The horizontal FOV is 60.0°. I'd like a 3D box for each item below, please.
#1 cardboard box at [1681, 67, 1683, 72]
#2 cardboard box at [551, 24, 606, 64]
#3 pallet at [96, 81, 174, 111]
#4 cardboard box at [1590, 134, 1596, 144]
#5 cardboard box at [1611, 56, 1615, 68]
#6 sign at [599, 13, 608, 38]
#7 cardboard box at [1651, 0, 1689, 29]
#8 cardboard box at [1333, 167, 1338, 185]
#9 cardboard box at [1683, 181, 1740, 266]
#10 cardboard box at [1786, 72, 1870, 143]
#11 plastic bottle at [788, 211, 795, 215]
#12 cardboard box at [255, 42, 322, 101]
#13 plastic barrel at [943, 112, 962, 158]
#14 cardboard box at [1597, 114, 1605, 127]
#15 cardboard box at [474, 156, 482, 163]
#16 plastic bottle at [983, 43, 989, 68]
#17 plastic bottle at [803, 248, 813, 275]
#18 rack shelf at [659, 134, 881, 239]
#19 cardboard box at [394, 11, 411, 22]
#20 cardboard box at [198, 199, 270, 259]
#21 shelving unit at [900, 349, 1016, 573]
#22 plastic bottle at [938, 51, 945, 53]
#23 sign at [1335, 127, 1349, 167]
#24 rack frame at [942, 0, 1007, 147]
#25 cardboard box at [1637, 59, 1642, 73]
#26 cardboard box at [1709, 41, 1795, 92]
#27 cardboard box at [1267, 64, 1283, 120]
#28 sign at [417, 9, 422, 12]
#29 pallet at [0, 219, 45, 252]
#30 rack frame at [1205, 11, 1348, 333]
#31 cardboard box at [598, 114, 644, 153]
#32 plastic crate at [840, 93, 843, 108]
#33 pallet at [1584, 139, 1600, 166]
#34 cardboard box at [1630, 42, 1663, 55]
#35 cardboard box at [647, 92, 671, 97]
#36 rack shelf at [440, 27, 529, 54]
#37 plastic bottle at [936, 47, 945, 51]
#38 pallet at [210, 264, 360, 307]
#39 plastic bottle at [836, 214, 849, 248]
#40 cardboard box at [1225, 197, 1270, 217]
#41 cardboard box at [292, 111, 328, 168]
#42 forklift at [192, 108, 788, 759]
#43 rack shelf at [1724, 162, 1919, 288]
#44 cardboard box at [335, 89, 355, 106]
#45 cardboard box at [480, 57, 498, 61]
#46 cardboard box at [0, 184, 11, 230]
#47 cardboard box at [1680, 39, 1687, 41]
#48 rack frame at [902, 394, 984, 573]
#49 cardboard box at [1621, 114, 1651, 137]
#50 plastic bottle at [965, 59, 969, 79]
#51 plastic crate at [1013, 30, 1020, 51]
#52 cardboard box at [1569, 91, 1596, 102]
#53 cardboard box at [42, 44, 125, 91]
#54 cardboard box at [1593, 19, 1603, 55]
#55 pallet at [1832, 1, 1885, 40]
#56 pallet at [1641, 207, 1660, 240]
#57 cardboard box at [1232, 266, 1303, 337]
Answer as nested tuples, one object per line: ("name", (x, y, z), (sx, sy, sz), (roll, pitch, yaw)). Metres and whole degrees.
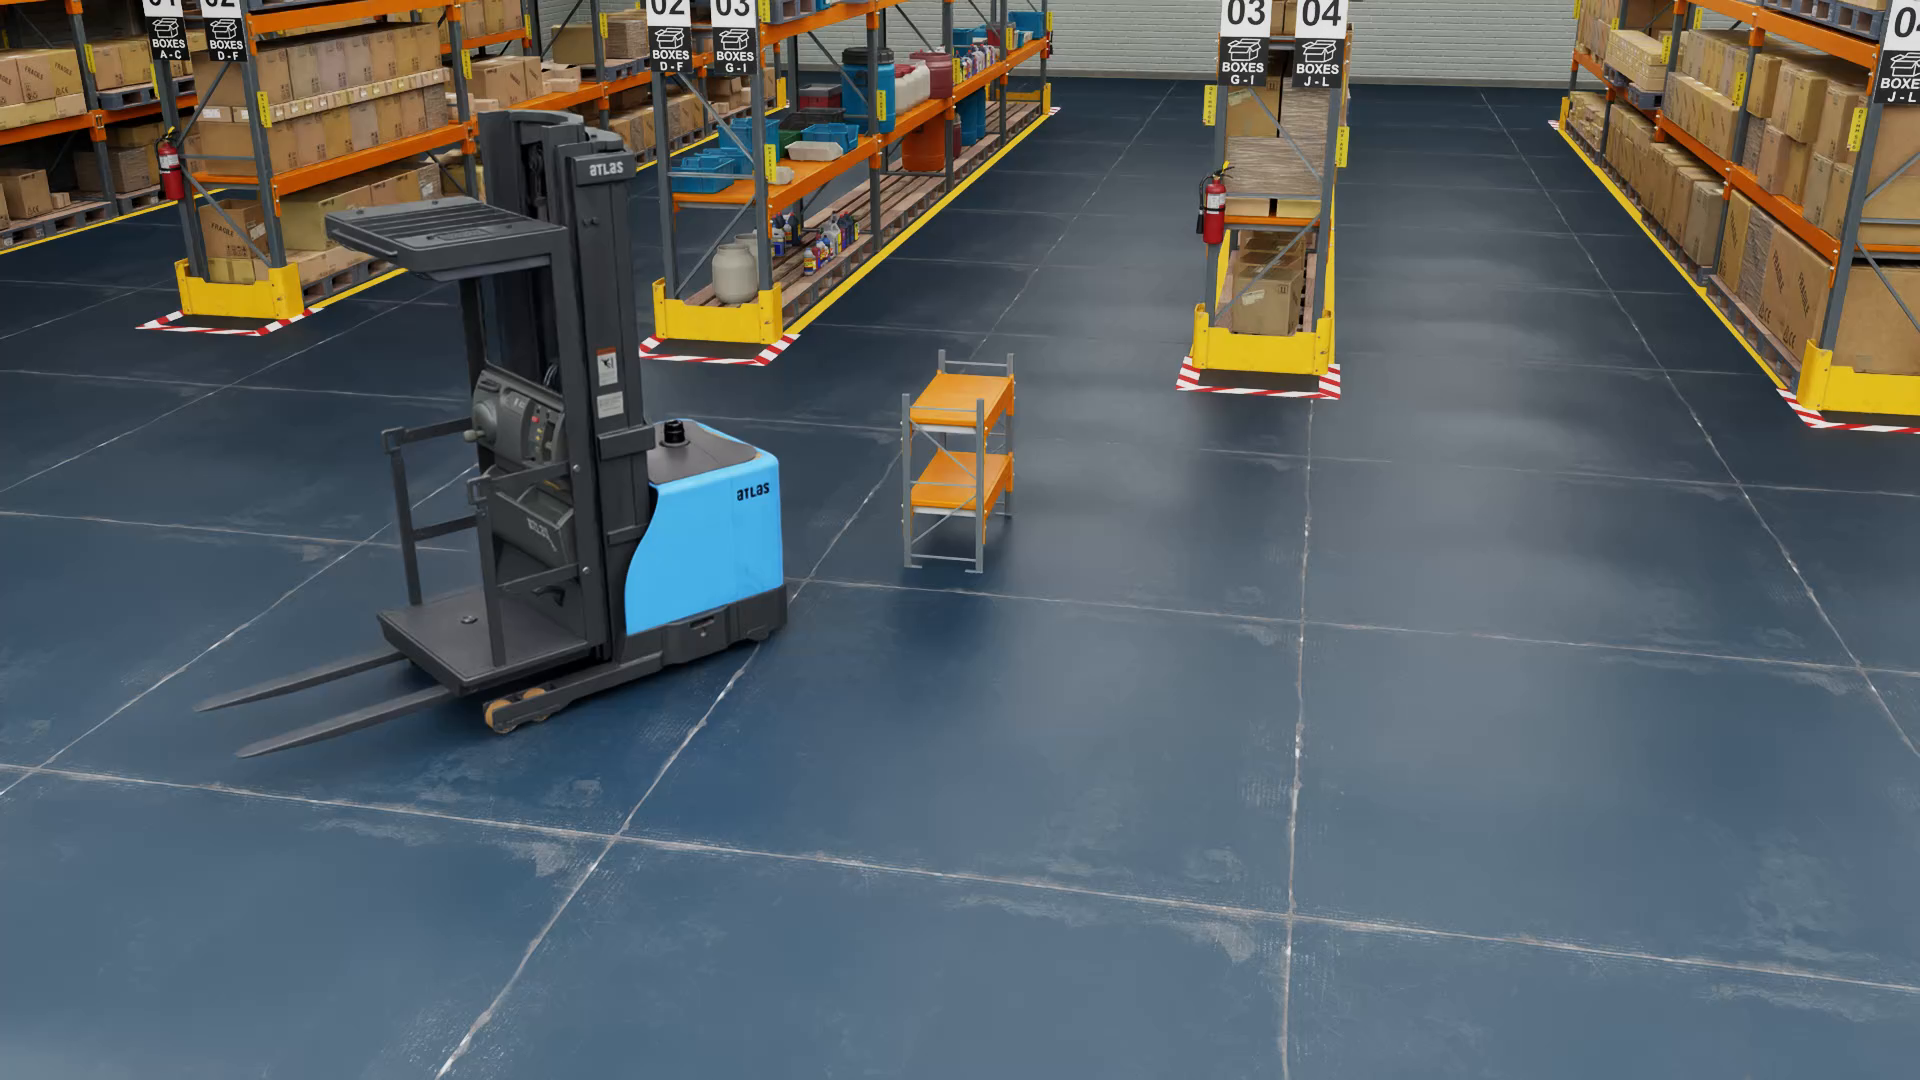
("cardboard box", (9.650, -6.114, 21.793), (0.380, 0.149, 0.250), (5, 22, 12))
("cardboard box", (-5.422, -7.054, 23.657), (0.700, 0.500, 0.500), (-3, 22, -7))
("pallet", (-10.808, -5.667, 21.166), (1.003, 0.211, 1.213), (4, 22, 11))
("cardboard box", (9.780, -6.097, 25.232), (0.380, 0.149, 0.250), (4, 22, 9))
("cardboard box", (9.272, -6.642, 23.103), (0.380, 0.149, 0.250), (5, 22, 11))
("sign", (-4.896, -7.070, 22.843), (0.100, 0.325, 0.005), (4, 22, 11))
("cardboard box", (10.239, -7.660, 23.987), (0.500, 0.500, 0.500), (5, 22, 12))
("cardboard box", (4.418, -5.277, 22.224), (1.225, 0.875, 0.875), (3, 22, 8))
("cardboard box", (8.315, -3.325, 17.543), (1.050, 0.750, 0.750), (4, 22, 11))
("cardboard box", (7.823, -3.786, 14.593), (0.875, 0.550, 0.500), (4, 22, 11))
("plastic bottle", (-1.902, -3.587, 18.809), (0.097, 0.271, 0.097), (0, 22, 0))
("cardboard box", (-6.852, -4.678, 16.584), (0.700, 0.500, 0.500), (4, 22, 10))
("plastic barrel", (-0.278, -5.864, 24.065), (0.600, 0.588, 0.708), (4, 22, 11))
("cardboard box", (9.739, -6.260, 24.839), (0.380, 0.149, 0.250), (5, 22, 12))
("cardboard box", (-5.821, -4.605, 20.641), (0.500, 0.311, 0.500), (4, 22, 10))
("plastic bottle", (0.357, -7.274, 24.965), (0.144, 0.351, 0.185), (4, 22, 11))
("plastic bottle", (-1.549, -2.847, 16.971), (0.097, 0.271, 0.097), (0, 22, 0))
("rack shelf", (-1.816, -3.667, 16.906), (1.077, 0.370, 4.000), (4, 22, 11))
("cardboard box", (-9.321, -8.419, 27.183), (0.500, 0.500, 0.500), (4, 22, 10))
("cardboard box", (-7.254, -3.134, 16.735), (0.500, 0.500, 0.500), (4, 22, 11))
("shelving unit", (0.001, -0.524, 10.650), (0.538, 1.125, 1.048), (4, 22, 11))
("plastic bottle", (-0.283, -7.110, 24.658), (0.152, 0.276, 0.135), (4, 22, 11))
("sign", (3.156, -3.252, 13.754), (0.100, 0.325, 0.005), (4, 22, 11))
("rack frame", (0.225, -7.658, 25.853), (1.000, 3.000, 0.127), (4, 22, 11))
("cardboard box", (8.851, -6.028, 21.182), (0.380, 0.149, 0.250), (5, 22, 12))
("cardboard box", (8.682, -5.189, 18.251), (0.700, 0.500, 0.500), (4, 22, 10))
("cardboard box", (2.591, -3.943, 14.759), (0.500, 0.500, 0.500), (4, 22, 11))
("sign", (-8.941, -8.876, 27.433), (0.100, 0.325, 0.005), (4, 22, 11))
("pallet", (-11.456, -3.498, 19.256), (1.003, 0.211, 1.213), (4, 22, 11))
("rack frame", (2.625, -2.892, 14.018), (1.000, 3.000, 0.127), (4, 22, 11))
("cardboard box", (-4.966, -5.955, 24.382), (0.500, 0.500, 0.500), (4, 22, 9))
("plastic crate", (-1.487, -5.152, 19.652), (0.392, 0.384, 0.575), (4, 22, 11))
("pallet", (10.011, -5.820, 25.022), (1.003, 0.211, 1.213), (4, 22, 11))
("cardboard box", (9.009, -6.443, 21.815), (0.380, 0.149, 0.250), (6, 23, 14))
("cardboard box", (-4.961, -6.923, 26.785), (0.500, 0.500, 0.500), (3, 22, 8))
("rack shelf", (-9.066, -8.811, 29.678), (1.077, 0.370, 4.000), (4, 22, 11))
("plastic bottle", (-0.317, -7.326, 25.195), (0.152, 0.276, 0.135), (4, 22, 11))
("pallet", (-6.957, -2.638, 17.120), (1.003, 0.211, 1.213), (4, 22, 11))
("plastic bottle", (-1.296, -3.380, 18.187), (0.144, 0.351, 0.185), (3, 22, 8))
("cardboard box", (2.481, -2.895, 14.363), (0.380, 0.149, 0.250), (4, 22, 11))
("cardboard box", (-6.862, -4.057, 16.777), (0.700, 0.500, 0.500), (5, 22, 12))
("forklift", (-2.429, -0.602, 8.425), (3.031, 2.935, 1.130), (-18, 28, -37))
("rack shelf", (7.868, -2.874, 14.938), (1.077, 0.370, 4.000), (4, 22, 11))
("cardboard box", (-6.521, -4.594, 17.242), (0.380, 0.149, 0.250), (4, 22, 10))
("cardboard box", (-8.602, -8.794, 30.590), (0.380, 0.149, 0.250), (5, 22, 12))
("cardboard box", (-11.378, -3.788, 19.001), (0.700, 0.500, 0.500), (3, 22, 8))
("cardboard box", (9.751, -6.581, 22.157), (0.380, 0.149, 0.250), (3, 22, 9))
("rack frame", (-0.102, -0.338, 10.188), (0.500, 1.125, 0.032), (4, 22, 11))
("cardboard box", (9.284, -5.617, 22.566), (0.500, 0.250, 0.500), (5, 23, 13))
("plastic bottle", (0.094, -6.694, 23.615), (0.061, 0.283, 0.133), (4, 22, 11))
("plastic crate", (0.717, -8.175, 27.215), (0.437, 0.282, 0.530), (4, 22, 11))
("cardboard box", (10.285, -7.311, 27.448), (0.380, 0.149, 0.250), (3, 22, 8))
("cardboard box", (-10.969, -5.921, 20.818), (0.700, 0.500, 0.500), (5, 22, 11))
("cardboard box", (9.940, -7.620, 25.226), (0.500, 0.500, 0.500), (4, 22, 11))
("pallet", (7.601, -4.099, 13.119), (1.003, 0.211, 1.213), (4, 22, 11))
("pallet", (8.858, -3.826, 20.072), (1.003, 0.211, 1.213), (4, 22, 11))
("cardboard box", (2.769, -2.154, 14.971), (0.500, 0.500, 0.500), (9, 24, 21))
